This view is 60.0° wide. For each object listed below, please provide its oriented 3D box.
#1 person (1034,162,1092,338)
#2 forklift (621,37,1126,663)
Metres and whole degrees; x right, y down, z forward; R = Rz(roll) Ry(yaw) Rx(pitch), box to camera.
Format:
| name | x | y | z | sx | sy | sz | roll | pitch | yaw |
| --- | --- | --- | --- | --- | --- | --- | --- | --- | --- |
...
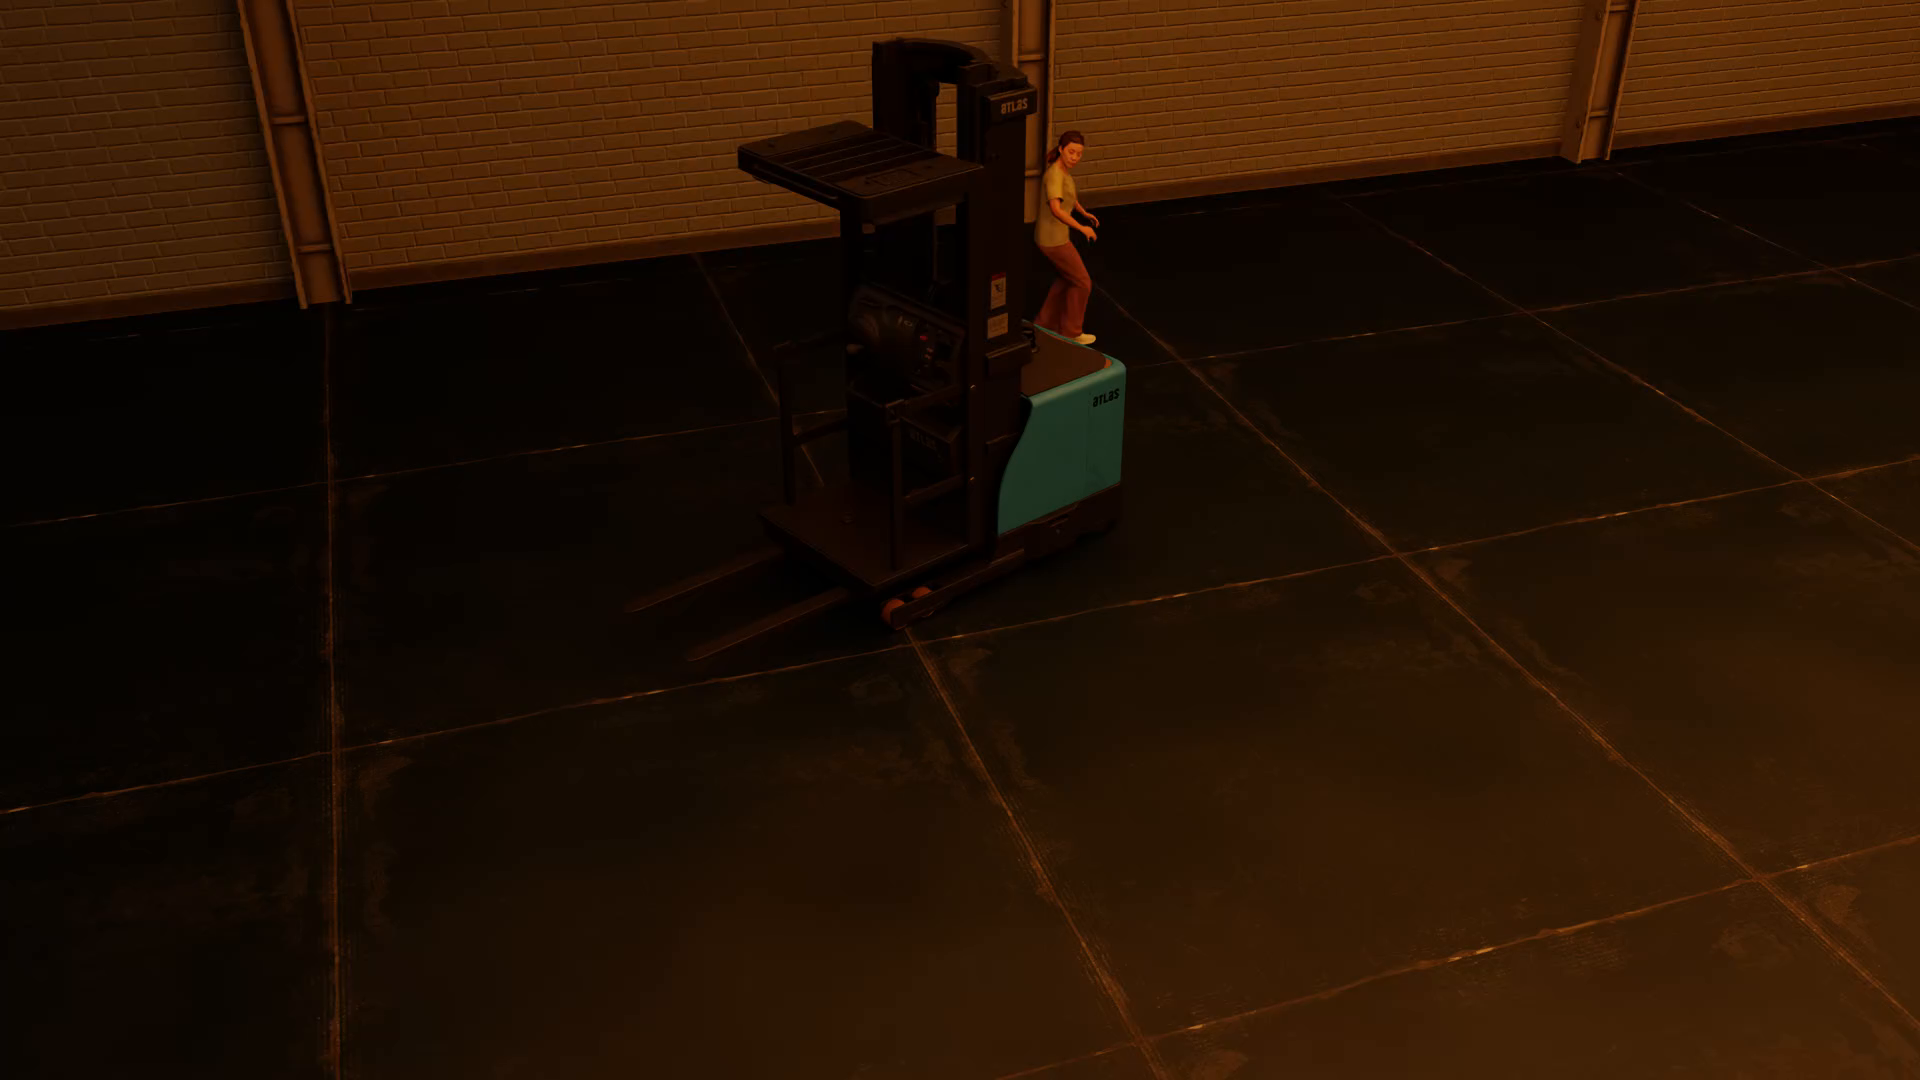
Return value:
| name | x | y | z | sx | sy | sz | roll | pitch | yaw |
| --- | --- | --- | --- | --- | --- | --- | --- | --- | --- |
| person | 0.759 | -2.151 | 12.344 | 0.420 | 1.336 | 0.603 | -2 | 30 | -3 |
| forklift | -0.461 | -1.072 | 8.951 | 3.031 | 2.935 | 1.130 | -23 | 37 | -34 |
